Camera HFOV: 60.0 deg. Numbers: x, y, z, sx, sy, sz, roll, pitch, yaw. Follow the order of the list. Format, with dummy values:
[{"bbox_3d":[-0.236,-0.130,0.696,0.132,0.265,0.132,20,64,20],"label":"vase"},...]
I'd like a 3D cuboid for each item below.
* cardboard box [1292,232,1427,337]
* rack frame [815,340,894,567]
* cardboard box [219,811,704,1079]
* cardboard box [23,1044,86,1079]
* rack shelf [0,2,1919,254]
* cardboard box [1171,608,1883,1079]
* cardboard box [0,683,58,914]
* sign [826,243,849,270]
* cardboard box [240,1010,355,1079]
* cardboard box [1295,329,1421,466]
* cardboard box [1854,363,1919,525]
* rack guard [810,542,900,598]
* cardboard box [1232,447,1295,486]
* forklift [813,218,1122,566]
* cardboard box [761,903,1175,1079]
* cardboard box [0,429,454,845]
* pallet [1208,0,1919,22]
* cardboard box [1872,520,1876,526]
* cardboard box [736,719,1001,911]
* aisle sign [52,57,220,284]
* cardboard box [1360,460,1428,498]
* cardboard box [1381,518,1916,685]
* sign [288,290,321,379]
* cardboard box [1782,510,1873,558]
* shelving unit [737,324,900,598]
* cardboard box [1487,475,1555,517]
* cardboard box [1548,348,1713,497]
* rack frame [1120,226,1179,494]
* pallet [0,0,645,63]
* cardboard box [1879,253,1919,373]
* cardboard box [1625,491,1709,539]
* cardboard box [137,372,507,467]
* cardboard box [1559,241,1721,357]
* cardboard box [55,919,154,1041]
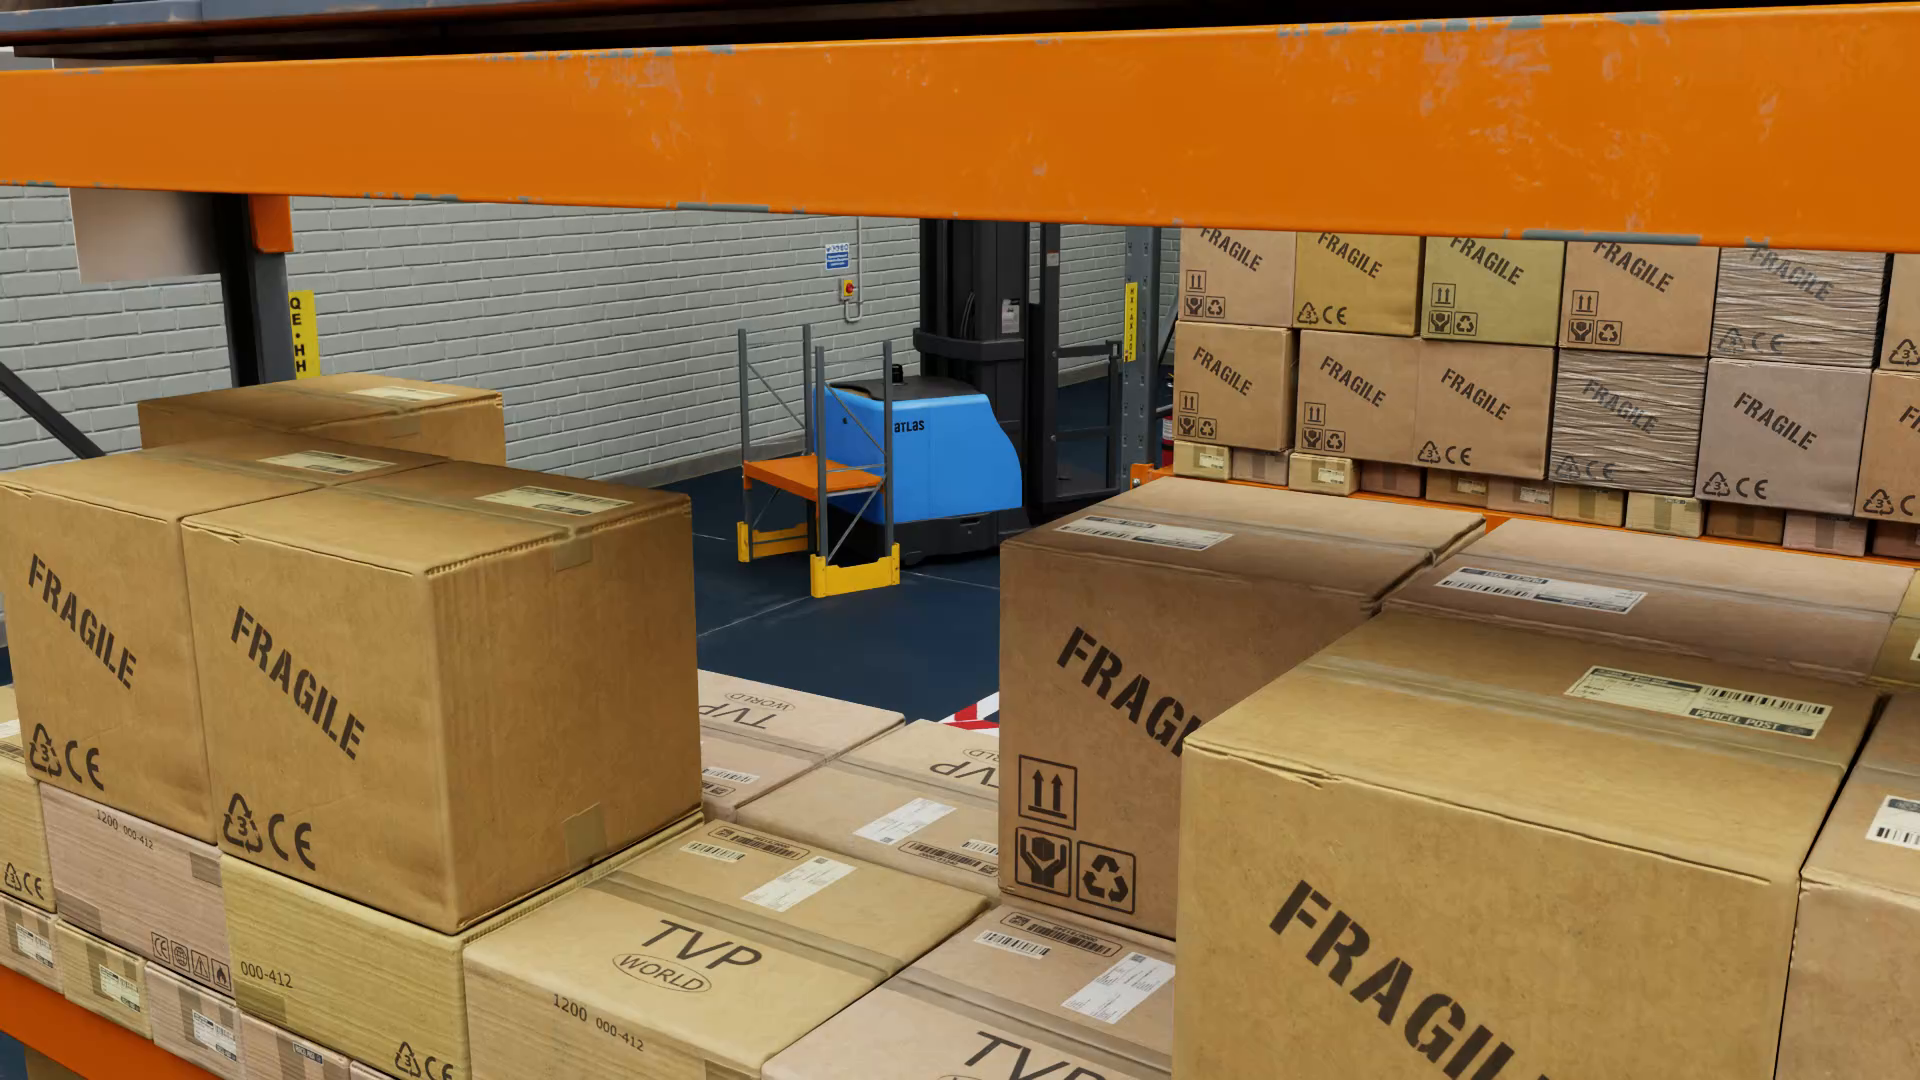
[{"bbox_3d":[1.666,-1.099,6.612,0.500,0.500,0.500,10,17,34],"label":"cardboard box"},{"bbox_3d":[-0.622,-0.424,9.914,0.500,1.500,0.032,-9,16,-32],"label":"rack frame"},{"bbox_3d":[-0.735,0.558,2.518,0.500,0.250,0.500,9,16,31],"label":"cardboard box"},{"bbox_3d":[-1.257,1.273,3.487,0.875,0.875,0.875,9,17,33],"label":"cardboard box"},{"bbox_3d":[-0.173,-0.463,2.207,4.000,0.370,1.077,9,17,33],"label":"rack shelf"},{"bbox_3d":[0.542,0.400,1.598,0.500,0.500,0.500,9,17,33],"label":"cardboard box"},{"bbox_3d":[-1.585,0.422,3.070,0.500,0.250,0.500,9,16,31],"label":"cardboard box"},{"bbox_3d":[-1.071,-2.482,14.545,0.001,0.218,0.327,9,17,33],"label":"sign"},{"bbox_3d":[-0.868,0.748,2.582,0.250,0.149,0.380,9,16,32],"label":"cardboard box"},{"bbox_3d":[1.696,-0.611,6.722,0.500,0.500,0.500,9,17,33],"label":"cardboard box"},{"bbox_3d":[3.349,-0.335,5.607,0.500,0.500,0.500,9,16,31],"label":"cardboard box"},{"bbox_3d":[-0.633,0.179,10.080,0.587,0.250,0.087,-9,16,-32],"label":"rack guard"},{"bbox_3d":[1.340,-0.344,6.991,0.250,0.149,0.380,10,17,35],"label":"cardboard box"},{"bbox_3d":[0.542,-1.498,11.275,3.031,2.935,1.130,-8,16,-29],"label":"forklift"},{"bbox_3d":[0.119,0.696,1.963,0.500,0.250,0.500,10,17,34],"label":"cardboard box"},{"bbox_3d":[-1.170,0.125,2.709,0.500,0.500,0.500,9,16,31],"label":"cardboard box"},{"bbox_3d":[0.814,-0.613,1.500,1.213,0.211,1.003,9,17,33],"label":"pallet"},{"bbox_3d":[3.385,-0.175,6.309,0.250,0.149,0.380,10,17,34],"label":"cardboard box"},{"bbox_3d":[-0.005,0.521,2.669,0.500,0.250,0.500,9,17,33],"label":"cardboard box"},{"bbox_3d":[-1.725,-0.956,3.533,0.004,0.787,0.394,9,17,33],"label":"aisle sign"},{"bbox_3d":[1.825,-0.289,6.772,0.250,0.149,0.380,10,17,35],"label":"cardboard box"},{"bbox_3d":[0.828,0.293,2.028,0.500,0.500,0.500,9,17,33],"label":"cardboard box"},{"bbox_3d":[-1.518,-0.408,3.827,0.005,0.325,0.100,9,17,33],"label":"sign"},{"bbox_3d":[3.066,-0.064,5.862,0.250,0.149,0.380,8,16,30],"label":"cardboard box"},{"bbox_3d":[-0.905,-0.528,10.335,0.587,1.500,1.083,-9,16,-32],"label":"shelving unit"},{"bbox_3d":[2.225,-0.209,6.449,0.250,0.149,0.380,9,16,32],"label":"cardboard box"},{"bbox_3d":[2.522,-0.476,6.175,0.500,0.500,0.500,9,16,31],"label":"cardboard box"},{"bbox_3d":[1.019,-0.600,7.505,0.127,3.000,1.000,9,17,33],"label":"rack frame"},{"bbox_3d":[-1.211,-0.940,2.822,1.213,0.211,1.003,9,17,33],"label":"pallet"},{"bbox_3d":[3.366,-0.819,5.483,0.500,0.500,0.500,9,16,31],"label":"cardboard box"},{"bbox_3d":[2.634,-0.129,6.124,0.250,0.149,0.380,10,17,34],"label":"cardboard box"},{"bbox_3d":[-1.282,-0.047,3.405,0.500,0.500,0.500,9,17,33],"label":"cardboard box"},{"bbox_3d":[2.510,-0.957,6.039,0.500,0.500,0.500,9,16,31],"label":"cardboard box"},{"bbox_3d":[-1.296,0.679,2.861,0.250,0.149,0.380,9,16,31],"label":"cardboard box"}]
